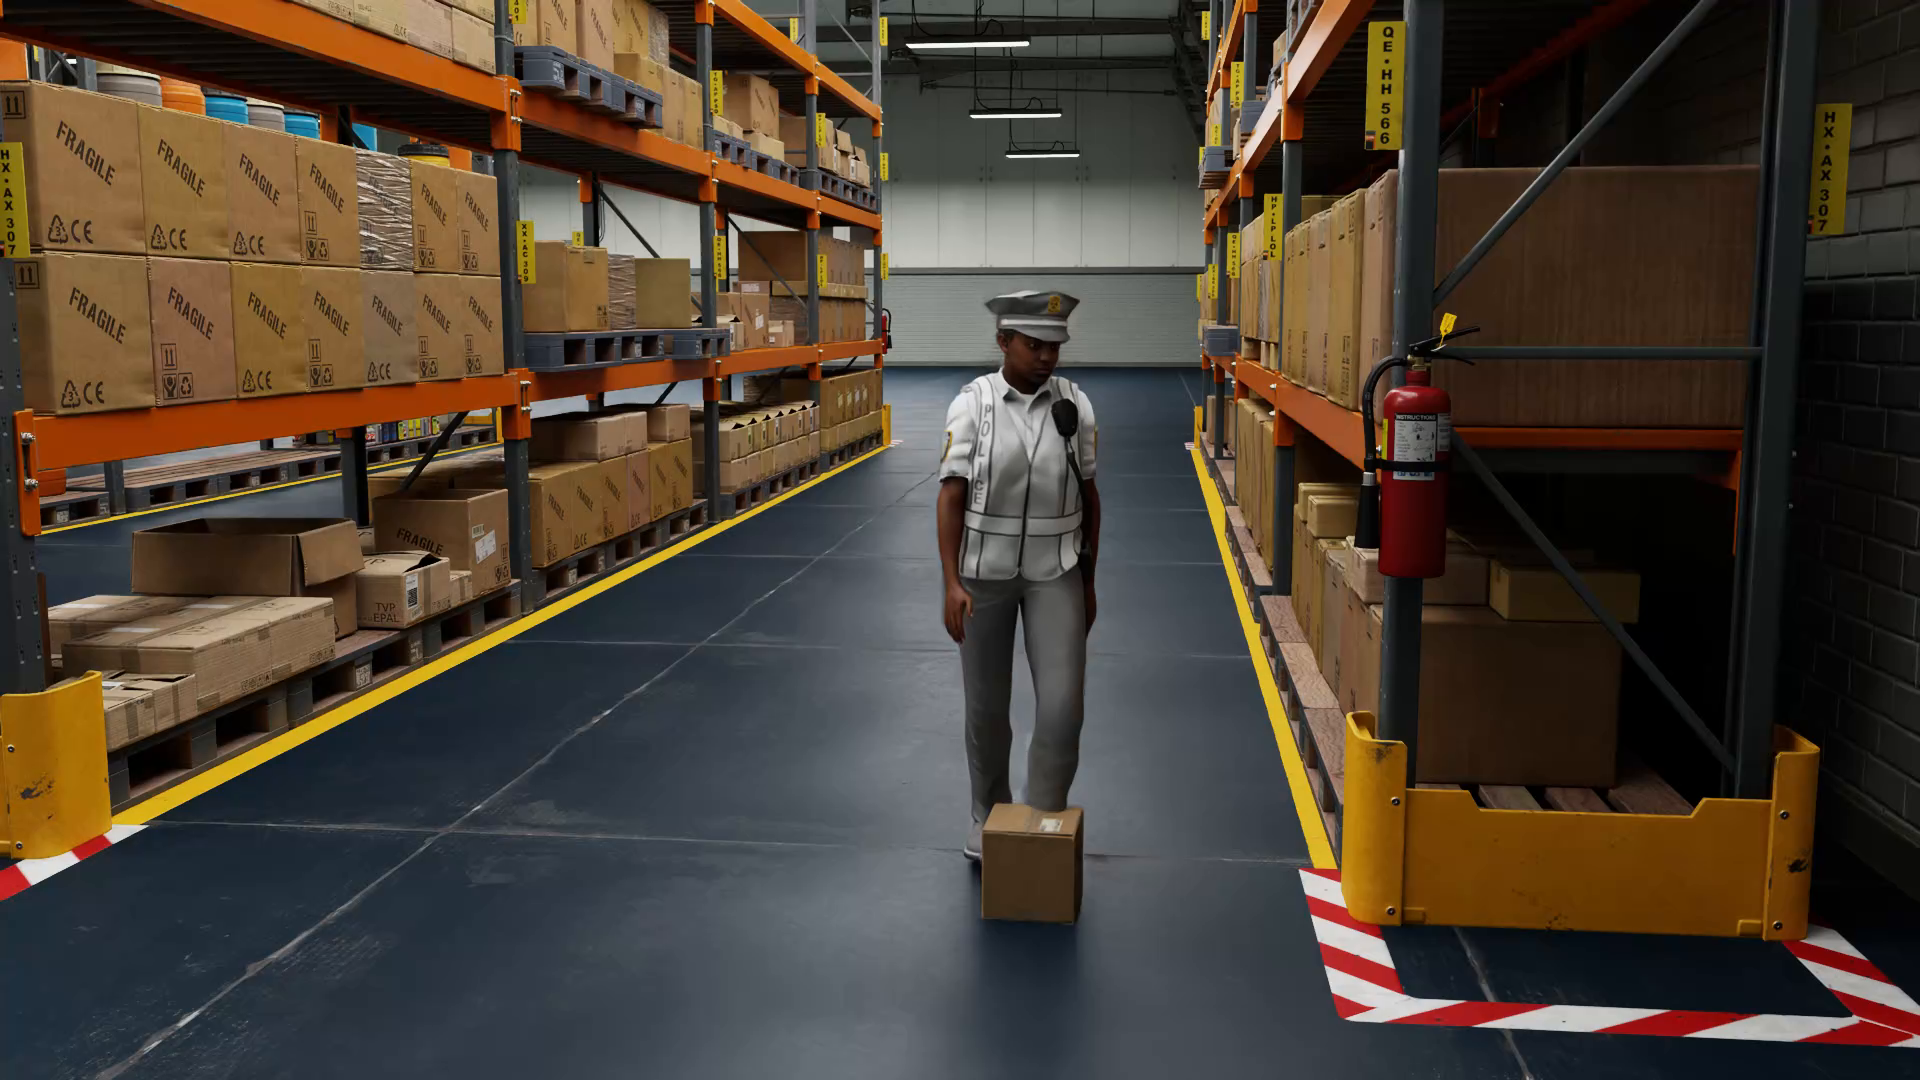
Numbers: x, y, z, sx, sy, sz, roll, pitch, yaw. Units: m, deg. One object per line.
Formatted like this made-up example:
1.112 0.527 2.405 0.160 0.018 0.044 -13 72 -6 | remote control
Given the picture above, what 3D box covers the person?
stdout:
0.168 0.164 4.685 0.467 1.716 0.574 0 8 -1 | person
